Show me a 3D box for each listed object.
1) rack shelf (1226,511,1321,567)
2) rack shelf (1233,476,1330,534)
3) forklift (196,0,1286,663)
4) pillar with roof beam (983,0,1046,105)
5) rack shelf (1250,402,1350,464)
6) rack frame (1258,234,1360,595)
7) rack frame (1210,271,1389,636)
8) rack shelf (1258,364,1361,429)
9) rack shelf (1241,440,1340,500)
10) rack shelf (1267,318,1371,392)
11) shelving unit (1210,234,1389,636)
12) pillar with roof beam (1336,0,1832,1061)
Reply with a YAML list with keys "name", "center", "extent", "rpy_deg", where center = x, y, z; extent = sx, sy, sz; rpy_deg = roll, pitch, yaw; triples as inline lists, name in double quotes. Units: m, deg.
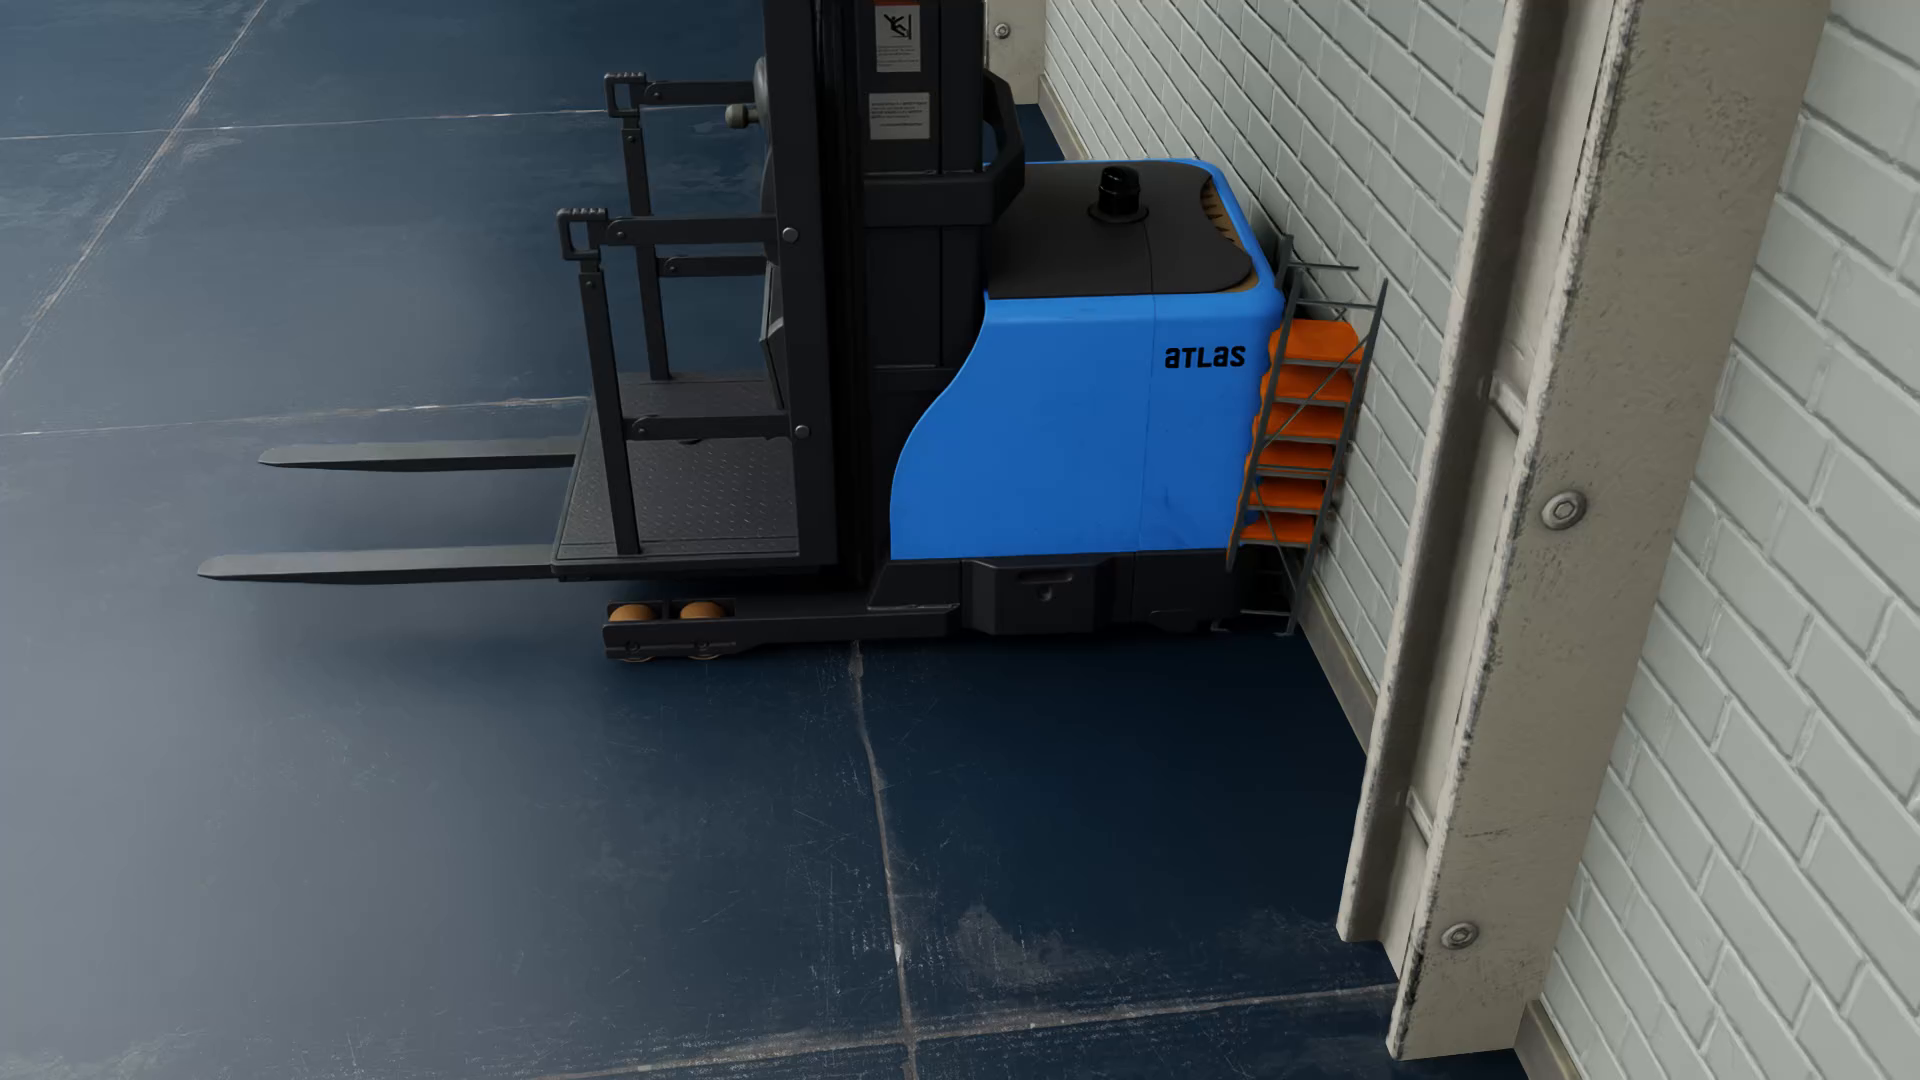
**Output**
- name: "rack shelf"
  center: [0.875, -0.029, 4.709]
  extent: [0.258, 0.103, 0.180]
  rpy_deg: [4, 40, -2]
- name: "rack shelf"
  center: [0.884, -0.121, 4.633]
  extent: [0.258, 0.103, 0.180]
  rpy_deg: [4, 40, -2]
- name: "forklift"
  center: [-0.675, -1.170, 4.363]
  extent: [3.031, 2.935, 1.130]
  rpy_deg: [-2, 34, -3]
- name: "pillar with roof beam"
  center: [-4.009, -5.736, 5.677]
  extent: [9.100, 9.000, 0.400]
  rpy_deg: [-4, 35, -6]
- name: "rack shelf"
  center: [0.903, -0.305, 4.480]
  extent: [0.258, 0.103, 0.180]
  rpy_deg: [4, 40, -2]
- name: "rack frame"
  center: [0.899, -0.306, 4.598]
  extent: [0.240, 1.200, 0.006]
  rpy_deg: [4, 40, -2]
- name: "rack frame"
  center: [0.895, -0.189, 4.458]
  extent: [0.240, 1.200, 0.006]
  rpy_deg: [4, 40, -2]
- name: "rack shelf"
  center: [0.912, -0.397, 4.403]
  extent: [0.258, 0.103, 0.180]
  rpy_deg: [4, 40, -2]
- name: "rack shelf"
  center: [0.894, -0.213, 4.556]
  extent: [0.258, 0.103, 0.180]
  rpy_deg: [4, 40, -2]
- name: "rack shelf"
  center: [0.922, -0.489, 4.327]
  extent: [0.258, 0.103, 0.180]
  rpy_deg: [4, 40, -2]
- name: "shelving unit"
  center: [0.897, -0.247, 4.528]
  extent: [0.258, 1.200, 0.189]
  rpy_deg: [4, 40, -2]
- name: "pillar with roof beam"
  center: [-3.202, -2.388, 0.763]
  extent: [9.100, 9.000, 0.400]
  rpy_deg: [-4, 35, -6]
